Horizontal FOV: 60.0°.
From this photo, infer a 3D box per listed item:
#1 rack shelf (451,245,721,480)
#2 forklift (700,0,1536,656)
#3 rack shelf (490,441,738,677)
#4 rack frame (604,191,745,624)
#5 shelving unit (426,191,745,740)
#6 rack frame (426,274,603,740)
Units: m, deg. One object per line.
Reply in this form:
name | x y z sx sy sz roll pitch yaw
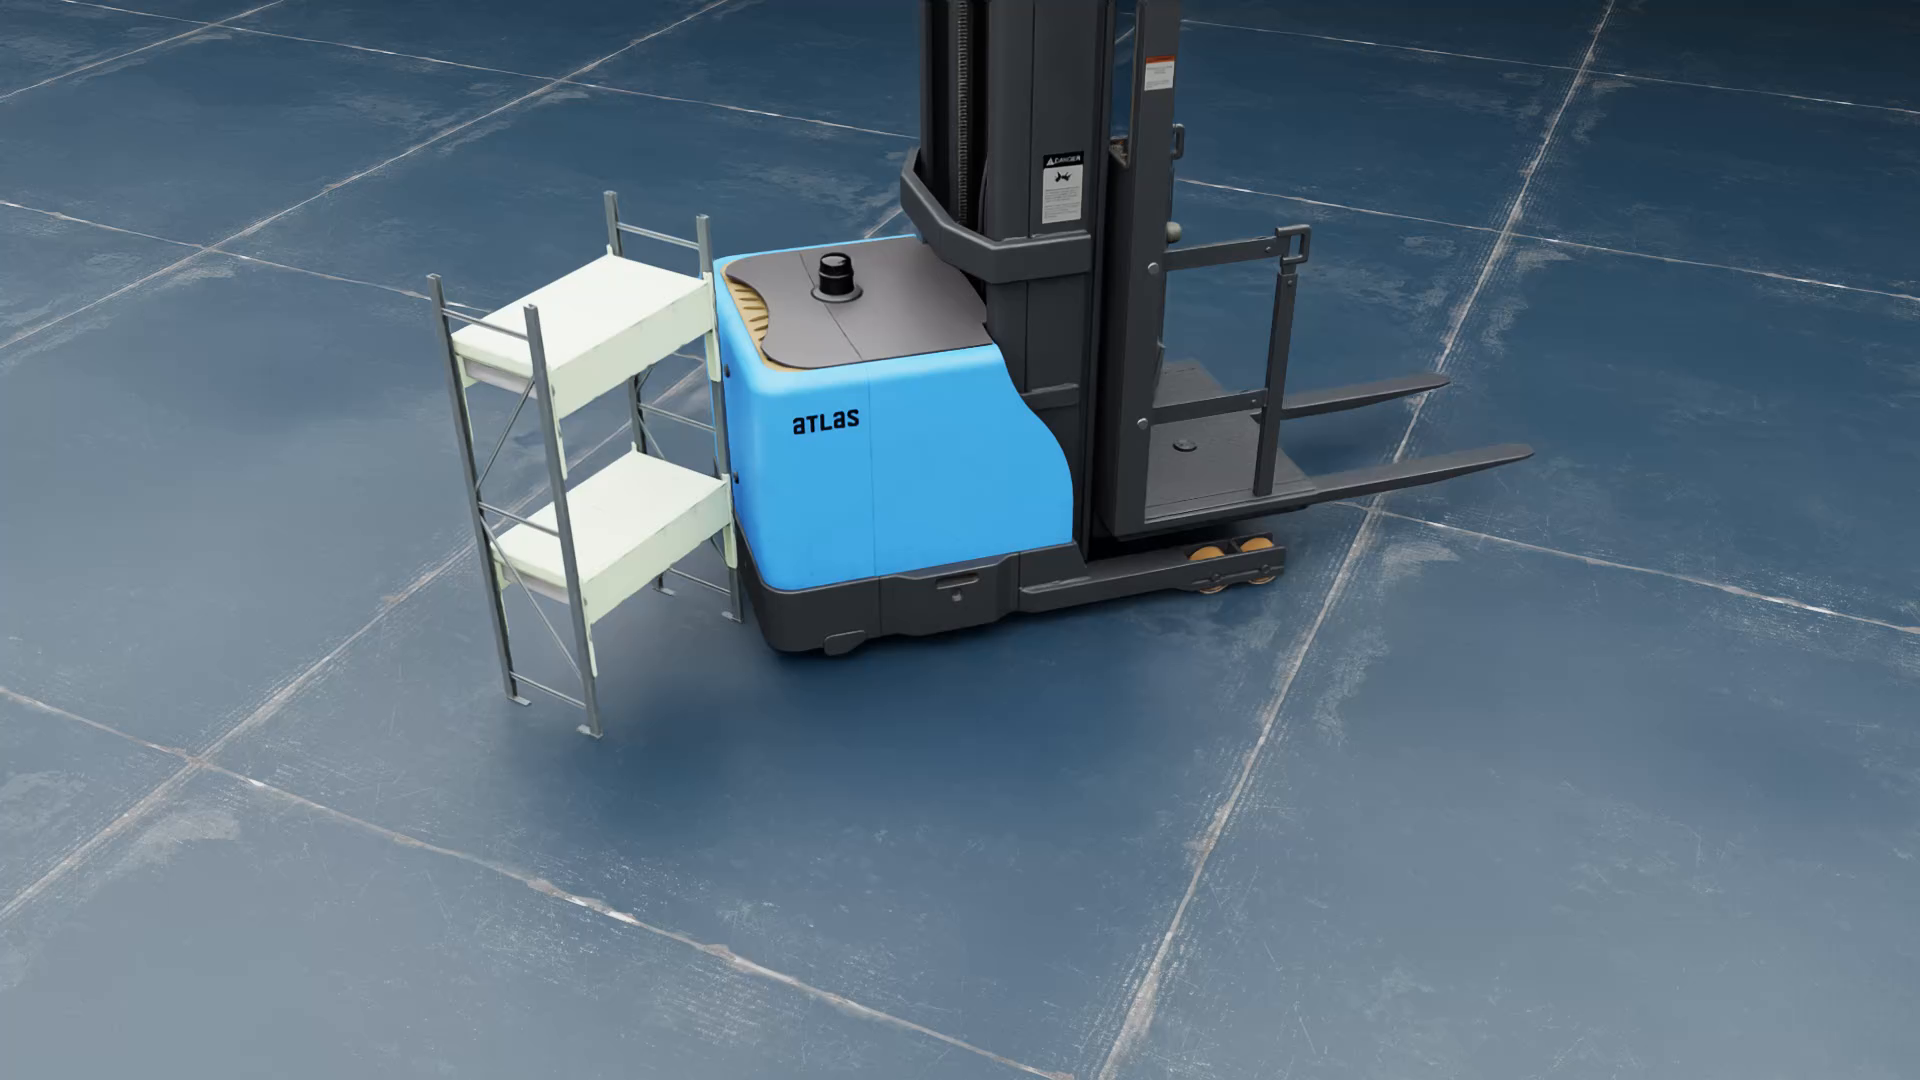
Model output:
rack shelf | -1.121 -0.553 5.014 0.431 0.370 0.720 19 38 26
forklift | 0.660 -1.300 5.560 3.031 2.935 1.130 -10 35 -15
rack shelf | -1.121 0.046 5.407 0.431 0.370 0.720 19 38 26
rack frame | -0.930 -0.398 5.489 0.400 1.500 0.023 19 38 26
shelving unit | -1.121 -0.227 5.228 0.431 1.500 0.755 19 38 26
rack frame | -1.313 -0.056 4.967 0.400 1.500 0.023 19 38 26
